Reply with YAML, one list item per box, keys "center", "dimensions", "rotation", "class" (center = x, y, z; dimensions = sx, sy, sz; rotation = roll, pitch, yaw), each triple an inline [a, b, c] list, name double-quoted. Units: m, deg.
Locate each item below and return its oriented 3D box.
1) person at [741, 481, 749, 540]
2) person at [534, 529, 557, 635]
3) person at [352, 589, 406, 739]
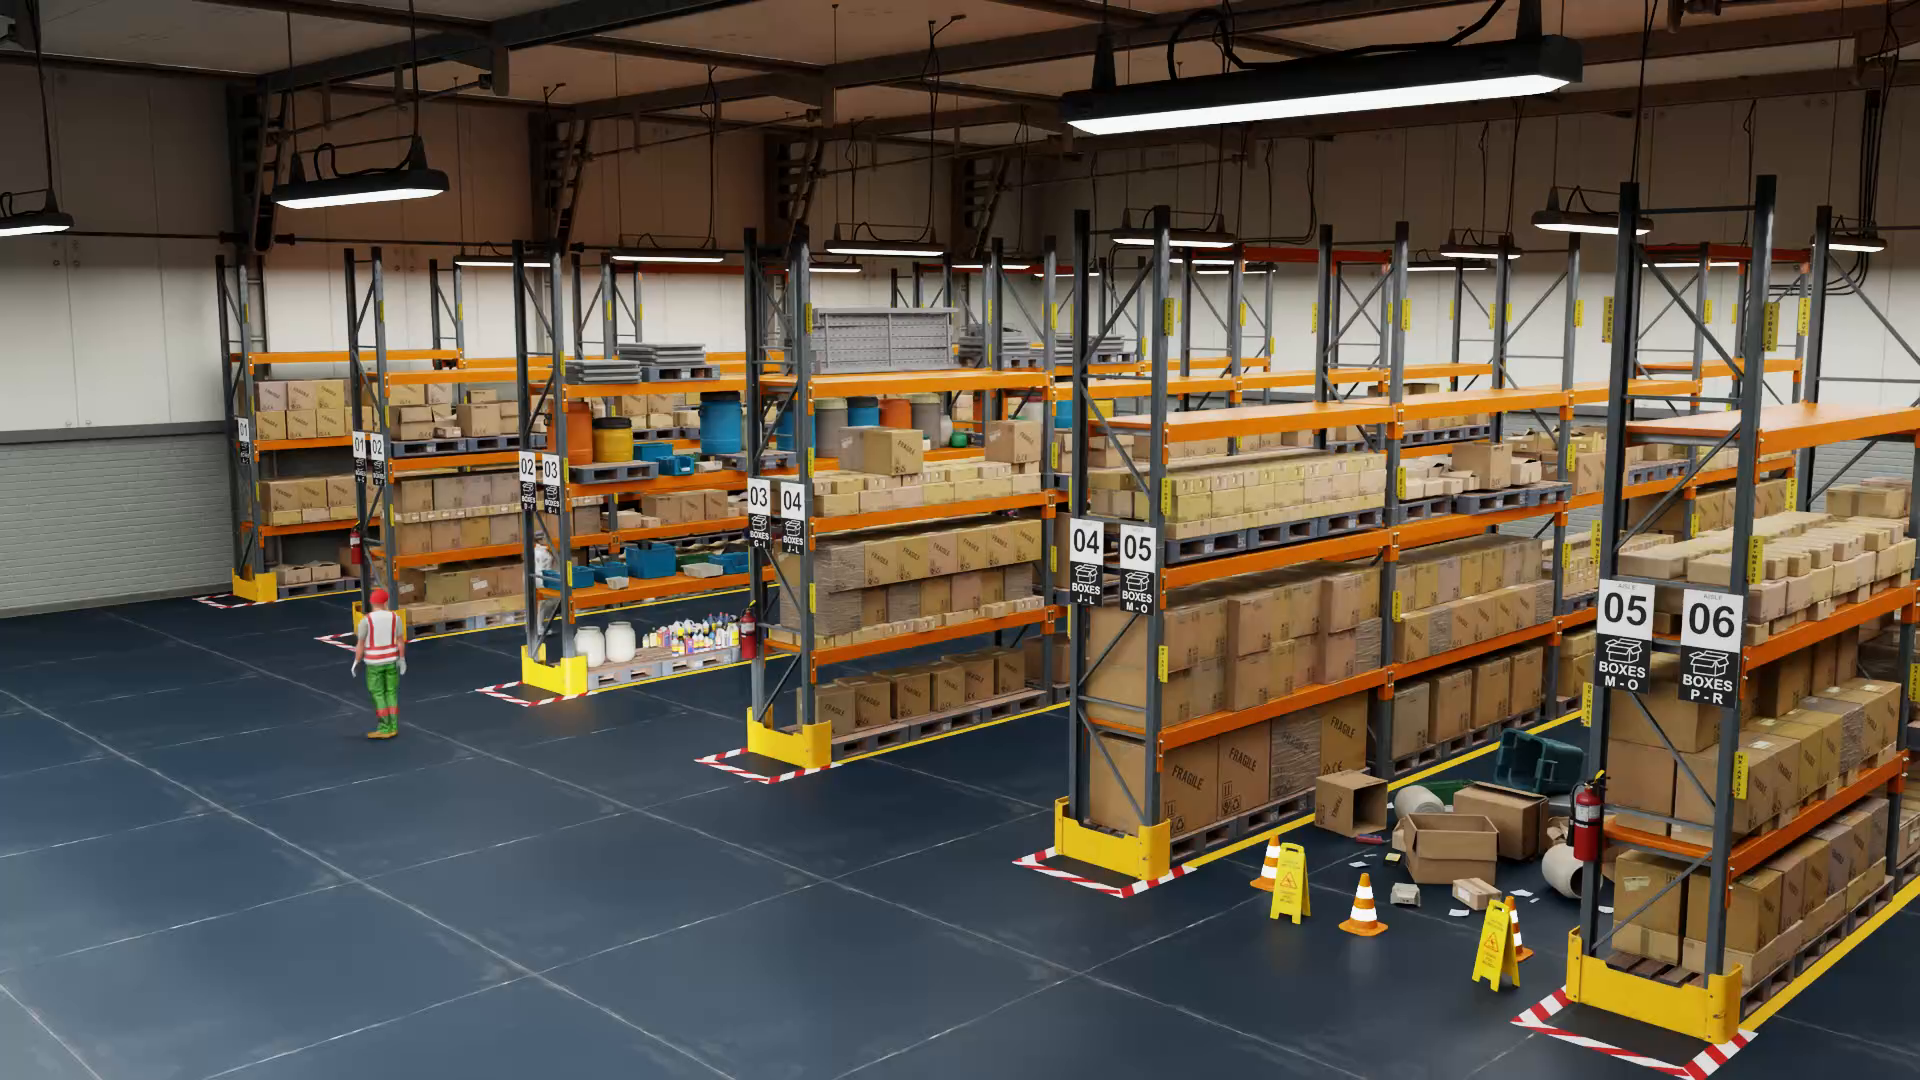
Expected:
- center: [-4.176, -0.405, 33.614]
  dimensions: [0.521, 1.648, 0.518]
  rotation: [6, 10, 36]
  class: "person"
- center: [-6.496, 0.658, 25.939]
  dimensions: [0.407, 1.684, 0.483]
  rotation: [-2, 8, -12]
  class: "person"
- center: [-6.940, 1.473, 19.871]
  dimensions: [0.370, 1.804, 0.600]
  rotation: [7, 11, 42]
  class: "person"
